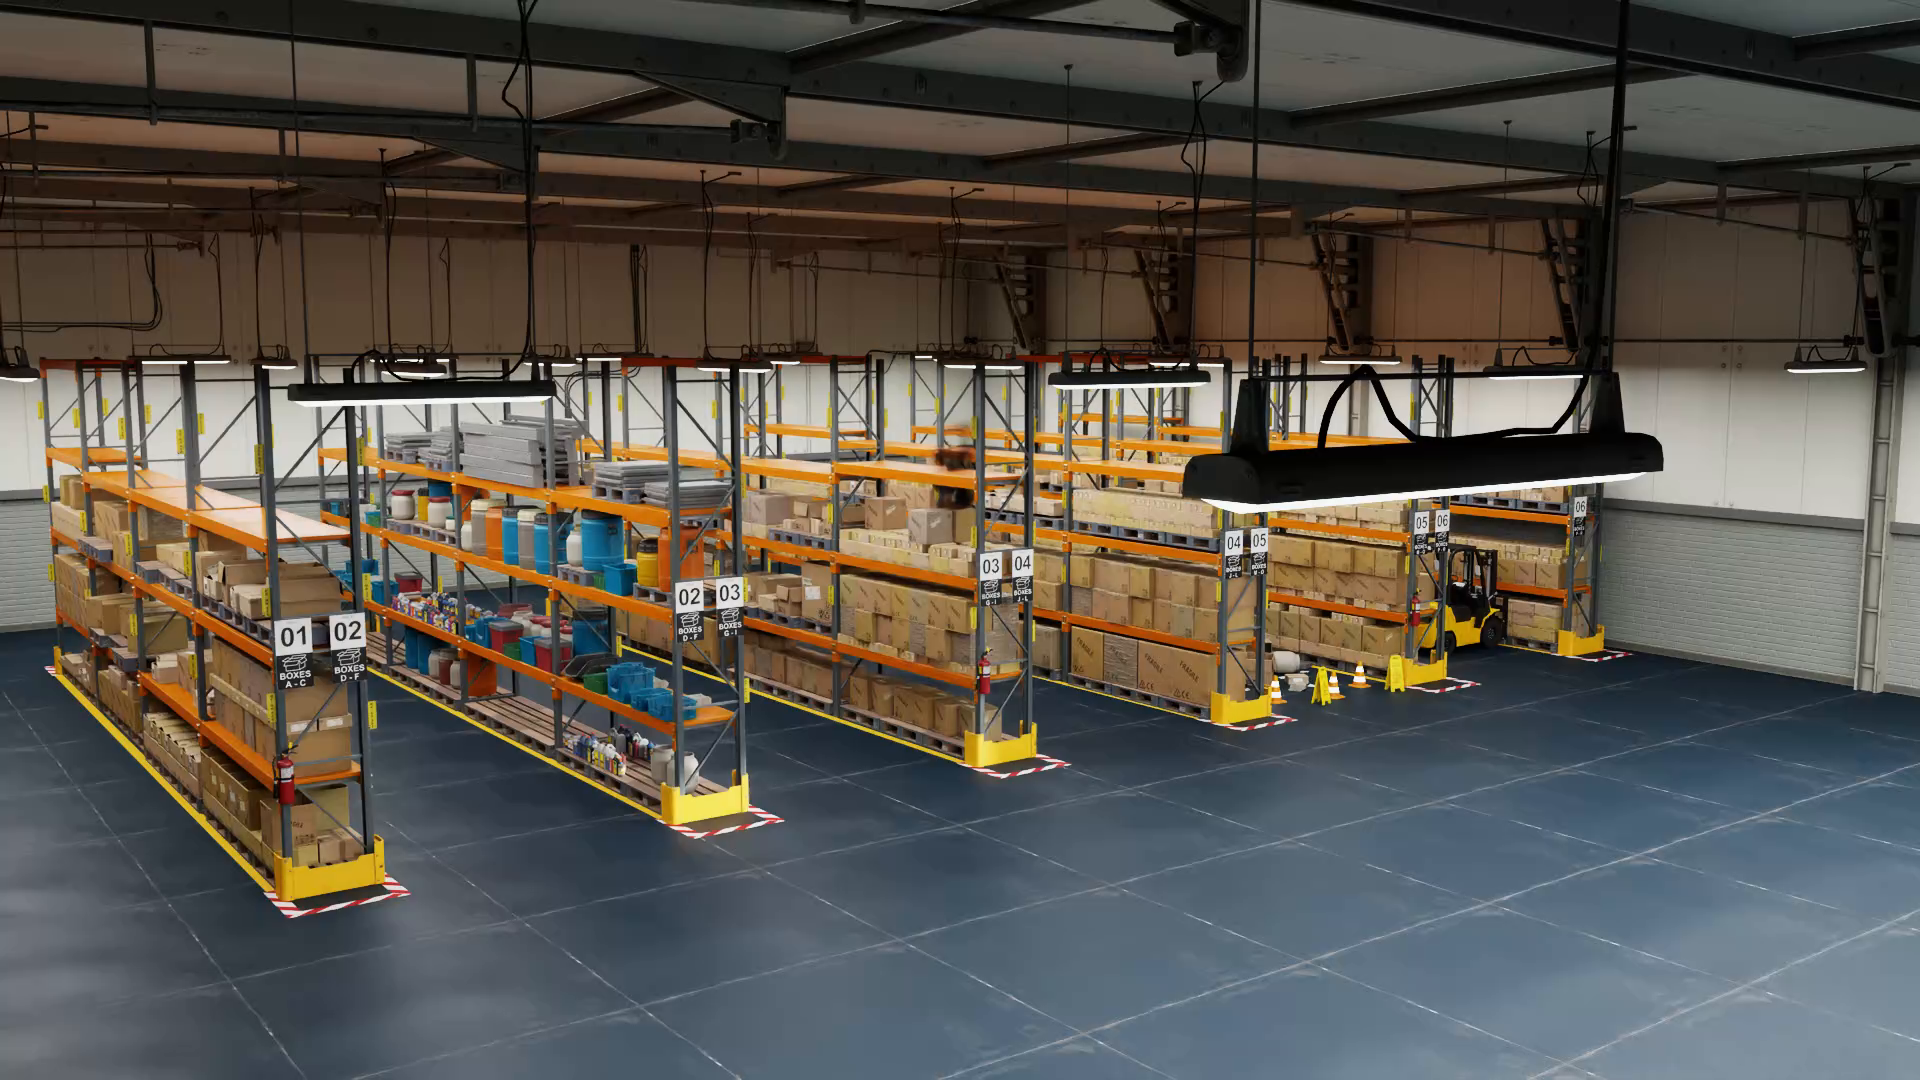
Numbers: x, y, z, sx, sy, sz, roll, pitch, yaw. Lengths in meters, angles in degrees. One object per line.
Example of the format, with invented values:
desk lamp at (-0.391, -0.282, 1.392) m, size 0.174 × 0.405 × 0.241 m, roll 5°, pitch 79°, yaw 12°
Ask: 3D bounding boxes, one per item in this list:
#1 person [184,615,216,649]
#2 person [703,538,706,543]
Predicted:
person at (-14.739, 1.646, 32.340) m, size 0.599 × 1.646 × 0.599 m, roll 6°, pitch 9°, yaw 40°
person at (-6.177, 0.762, 39.642) m, size 0.693 × 1.618 × 0.856 m, roll -1°, pitch 7°, yaw -6°
